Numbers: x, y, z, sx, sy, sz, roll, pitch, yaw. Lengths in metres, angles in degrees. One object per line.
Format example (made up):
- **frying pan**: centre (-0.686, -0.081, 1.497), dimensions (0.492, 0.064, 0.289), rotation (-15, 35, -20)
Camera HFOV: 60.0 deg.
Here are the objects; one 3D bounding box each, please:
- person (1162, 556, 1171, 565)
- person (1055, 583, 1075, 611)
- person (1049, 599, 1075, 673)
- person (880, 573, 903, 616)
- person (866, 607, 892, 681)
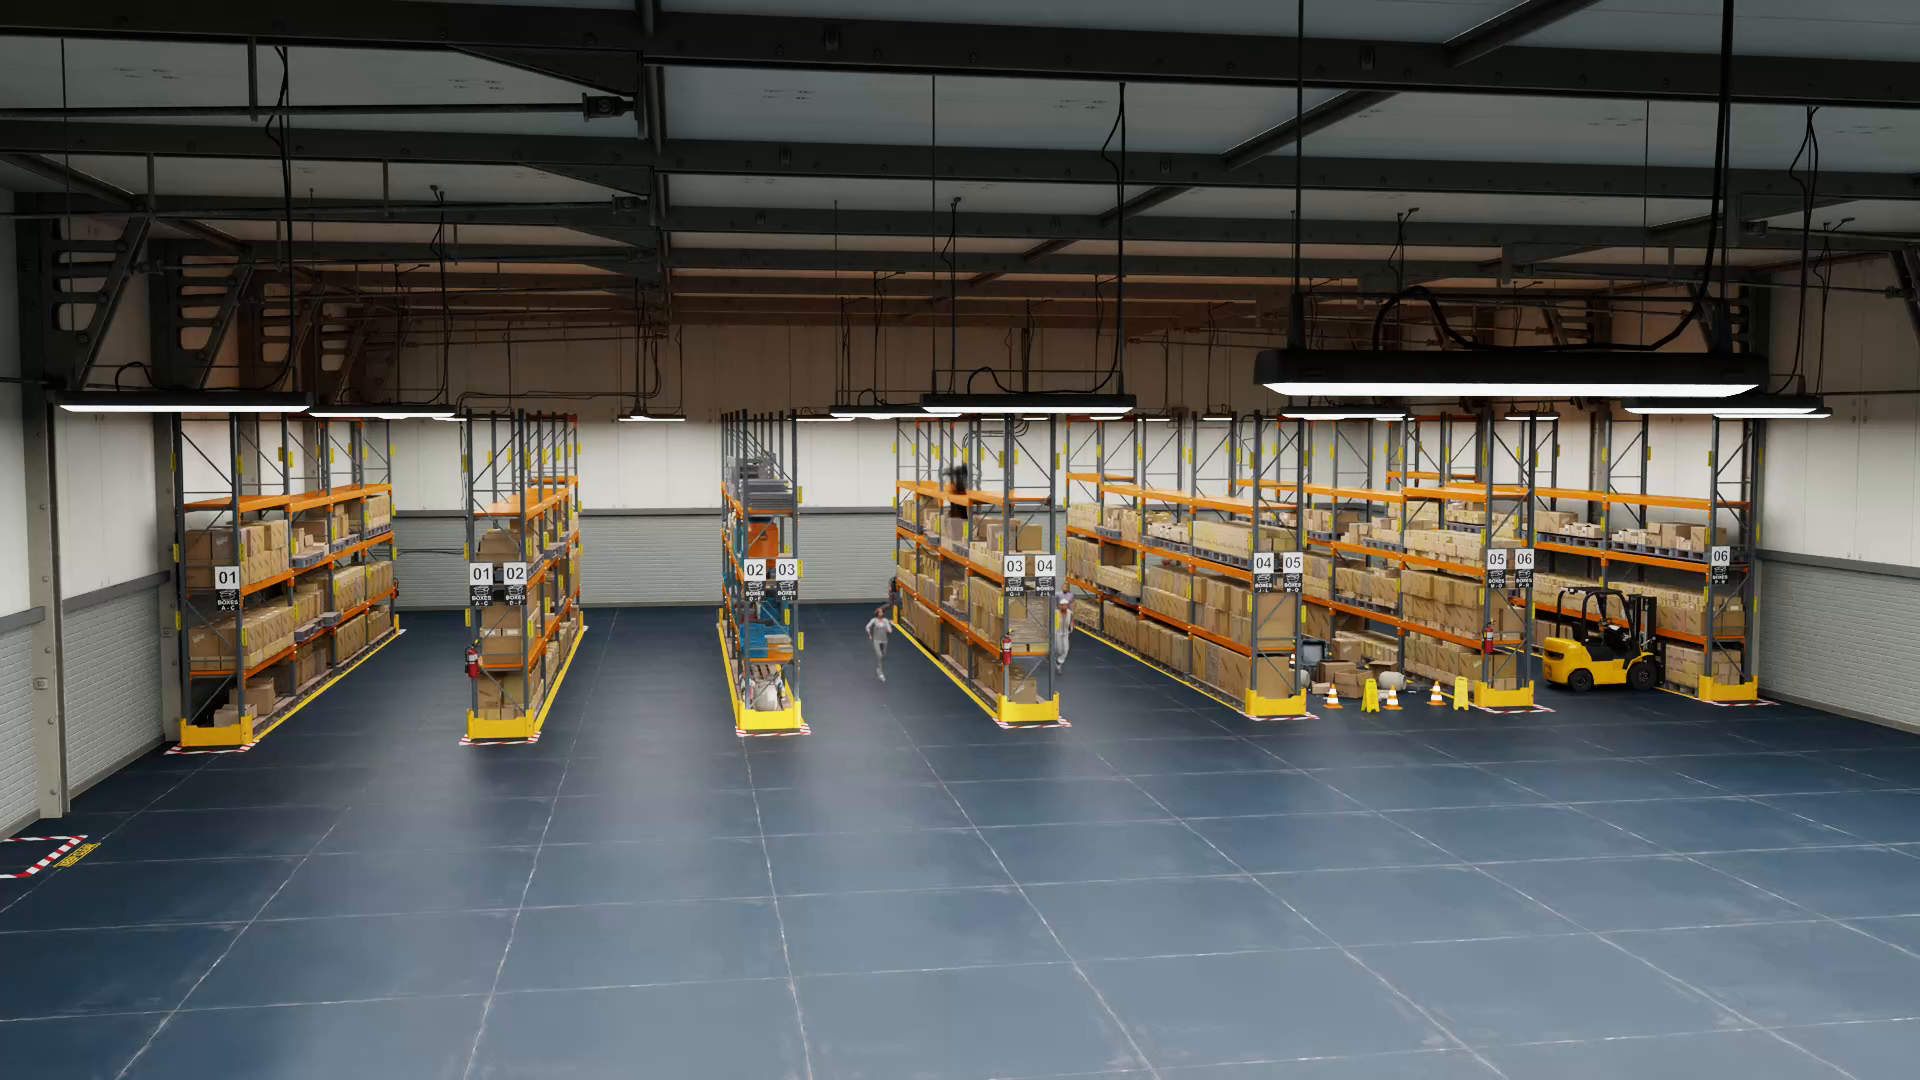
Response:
- **person**: centre (6.313, 1.322, 50.893), dimensions (0.876, 1.800, 0.644), rotation (-2, 4, -23)
- **person**: centre (2.698, 1.932, 42.943), dimensions (0.505, 1.665, 0.788), rotation (-1, 4, -14)
- **person**: centre (2.330, 2.197, 38.284), dimensions (0.629, 1.712, 0.701), rotation (-2, 4, -26)
- **person**: centre (-1.949, 1.548, 48.814), dimensions (1.066, 1.564, 0.662), rotation (1, 4, 10)
- **person**: centre (-1.797, 2.305, 37.246), dimensions (0.546, 1.589, 0.888), rotation (-1, 4, -19)
